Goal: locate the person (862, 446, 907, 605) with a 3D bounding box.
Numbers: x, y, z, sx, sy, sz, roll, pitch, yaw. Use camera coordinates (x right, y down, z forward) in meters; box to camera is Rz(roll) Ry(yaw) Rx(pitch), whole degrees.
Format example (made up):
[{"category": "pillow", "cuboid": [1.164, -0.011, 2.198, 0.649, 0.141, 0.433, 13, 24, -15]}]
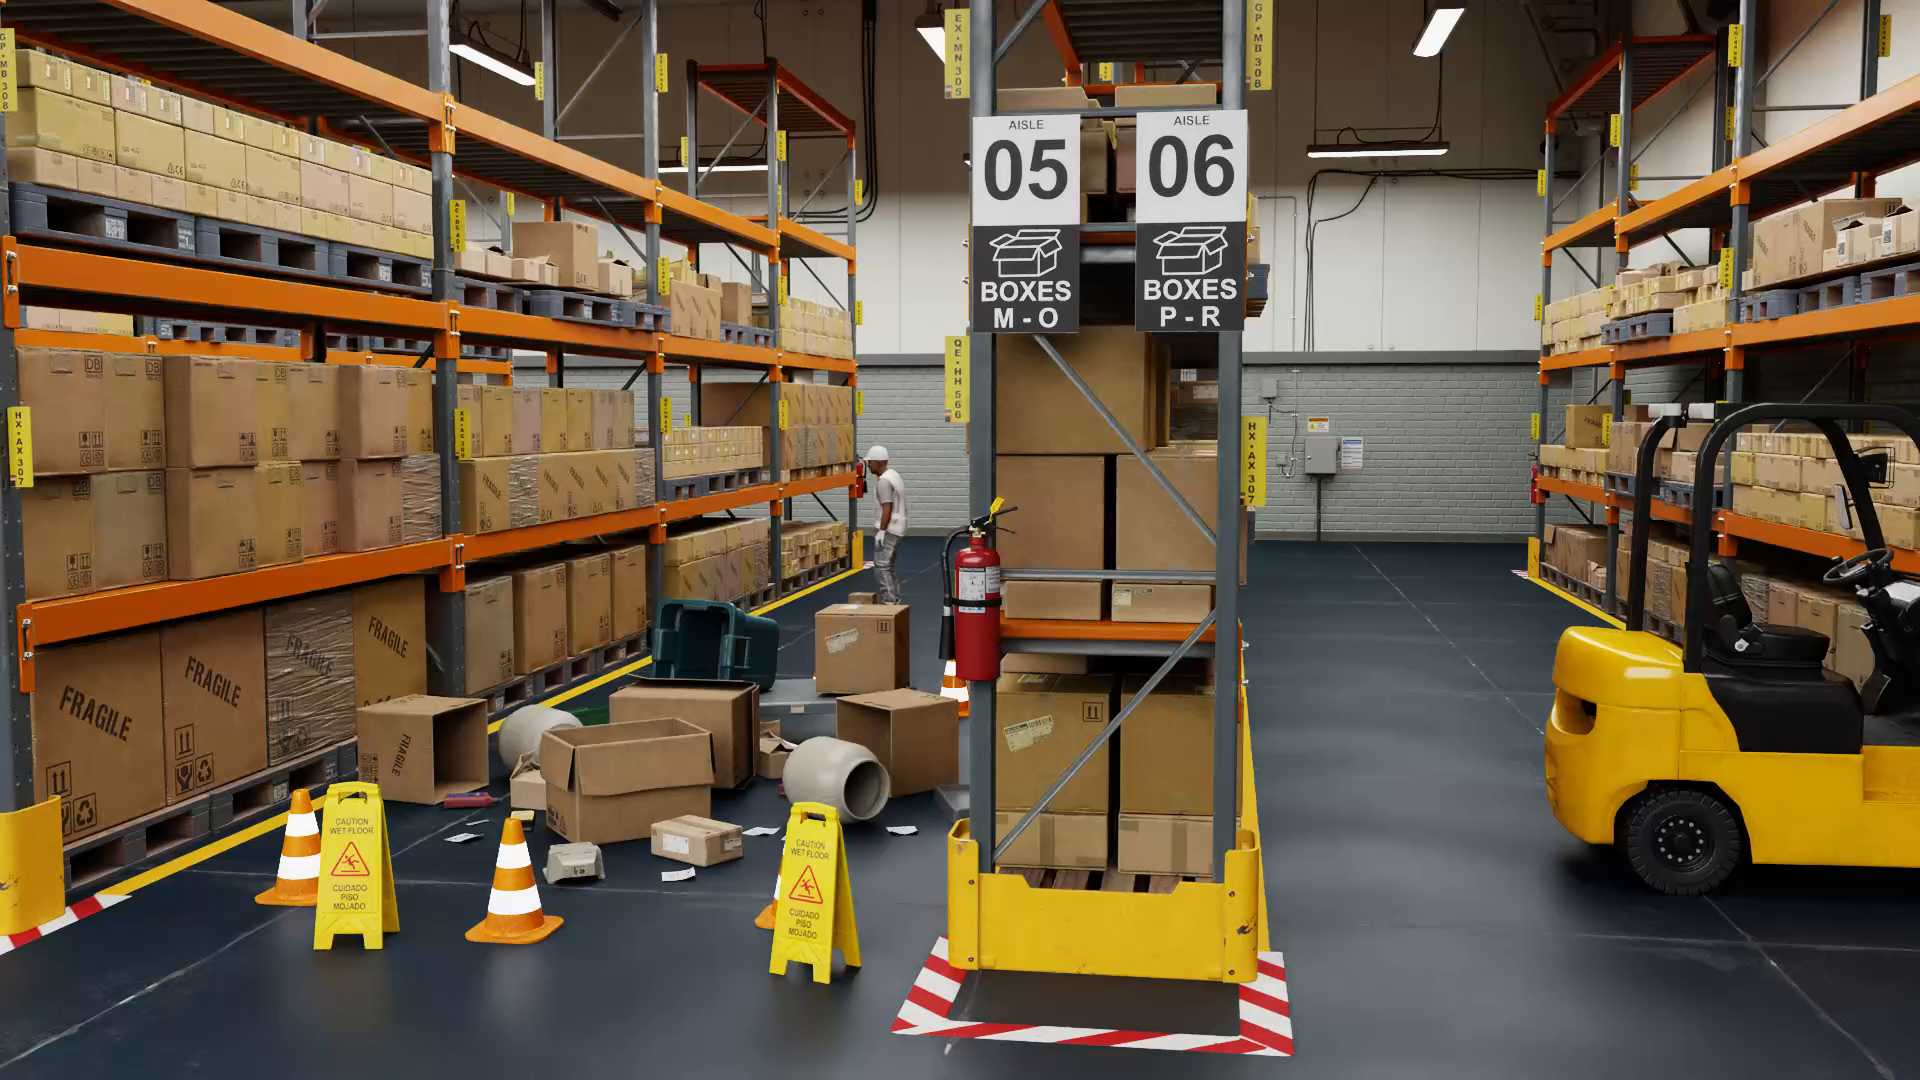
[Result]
[{"category": "person", "cuboid": [-0.768, -0.077, 17.021, 0.452, 1.772, 0.616, 0, 4, 6]}]
